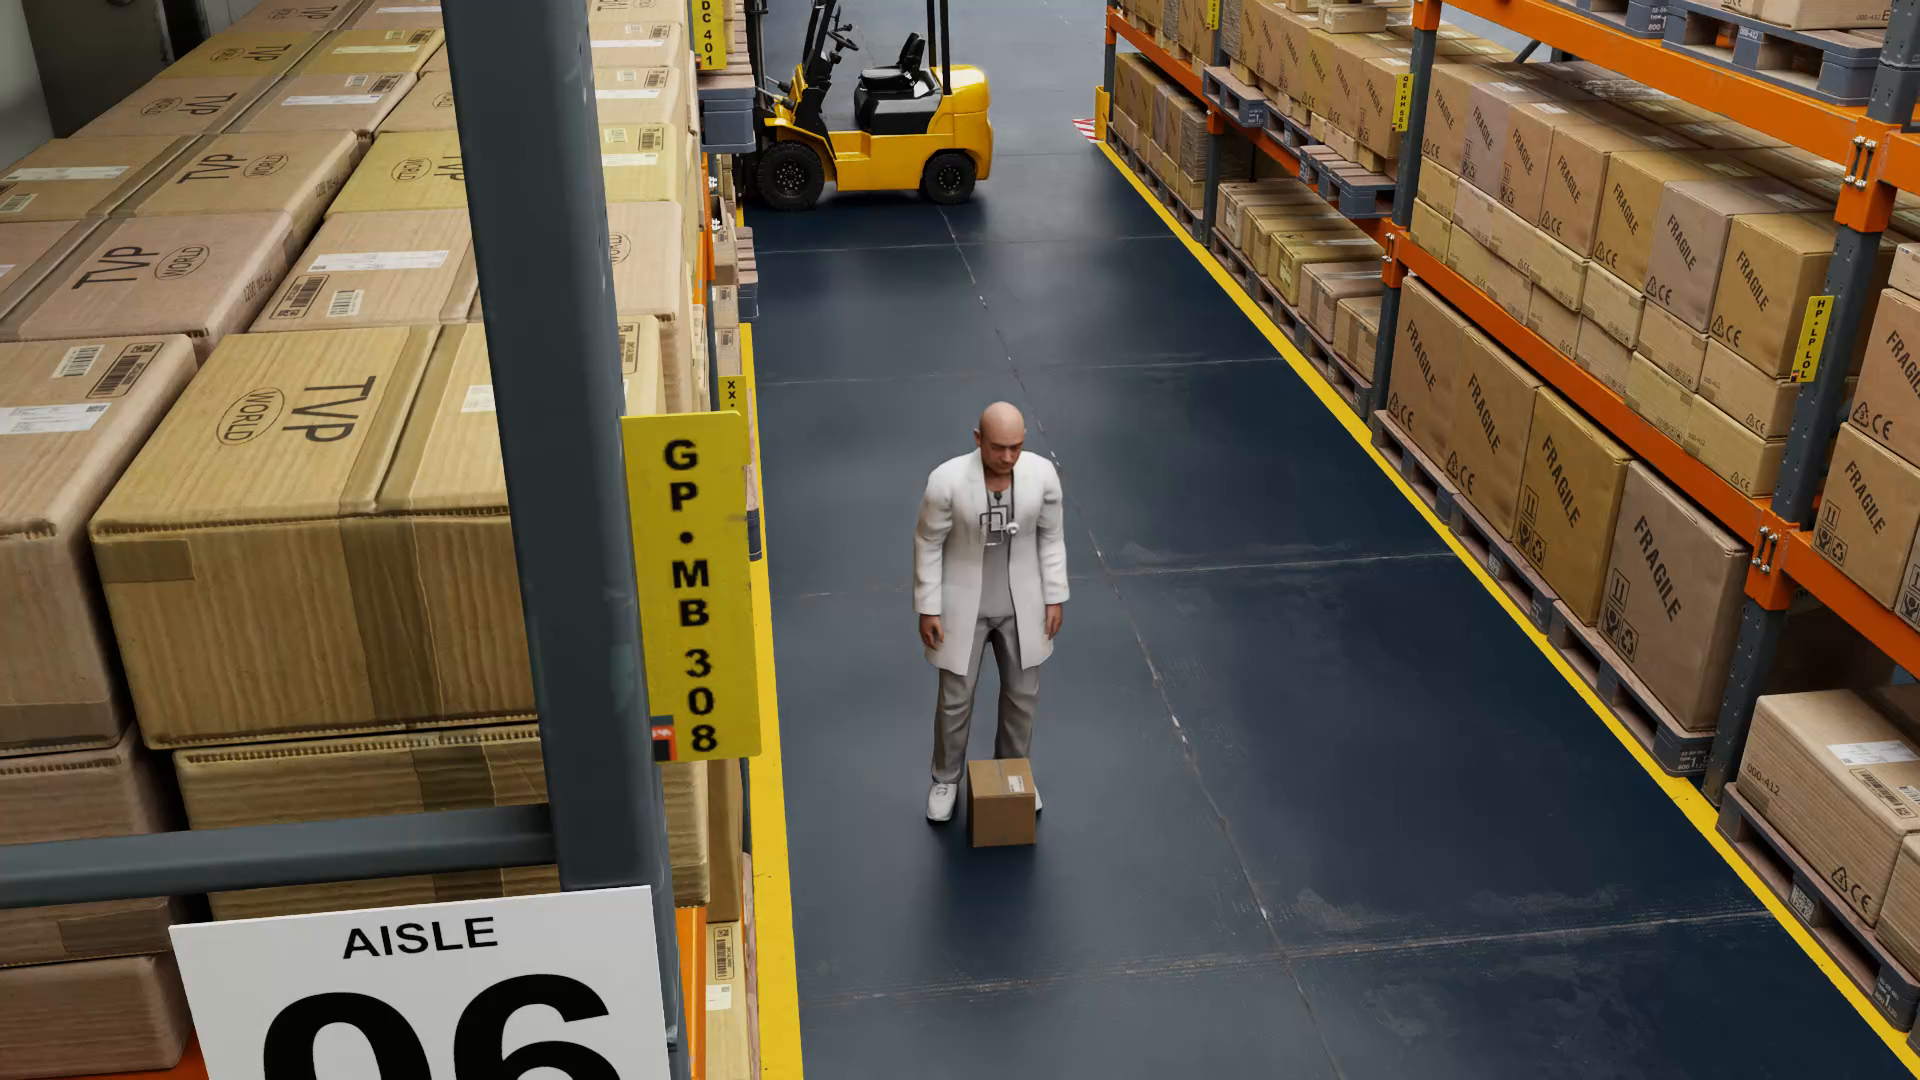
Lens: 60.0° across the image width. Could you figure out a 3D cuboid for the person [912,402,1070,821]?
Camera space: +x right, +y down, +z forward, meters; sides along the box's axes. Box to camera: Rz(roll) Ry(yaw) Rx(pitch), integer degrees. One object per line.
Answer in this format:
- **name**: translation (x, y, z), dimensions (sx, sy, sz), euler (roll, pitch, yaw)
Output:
- **person**: translation (0.125, 0.269, 6.602), dimensions (0.637, 1.773, 0.428), euler (-5, 27, -9)
